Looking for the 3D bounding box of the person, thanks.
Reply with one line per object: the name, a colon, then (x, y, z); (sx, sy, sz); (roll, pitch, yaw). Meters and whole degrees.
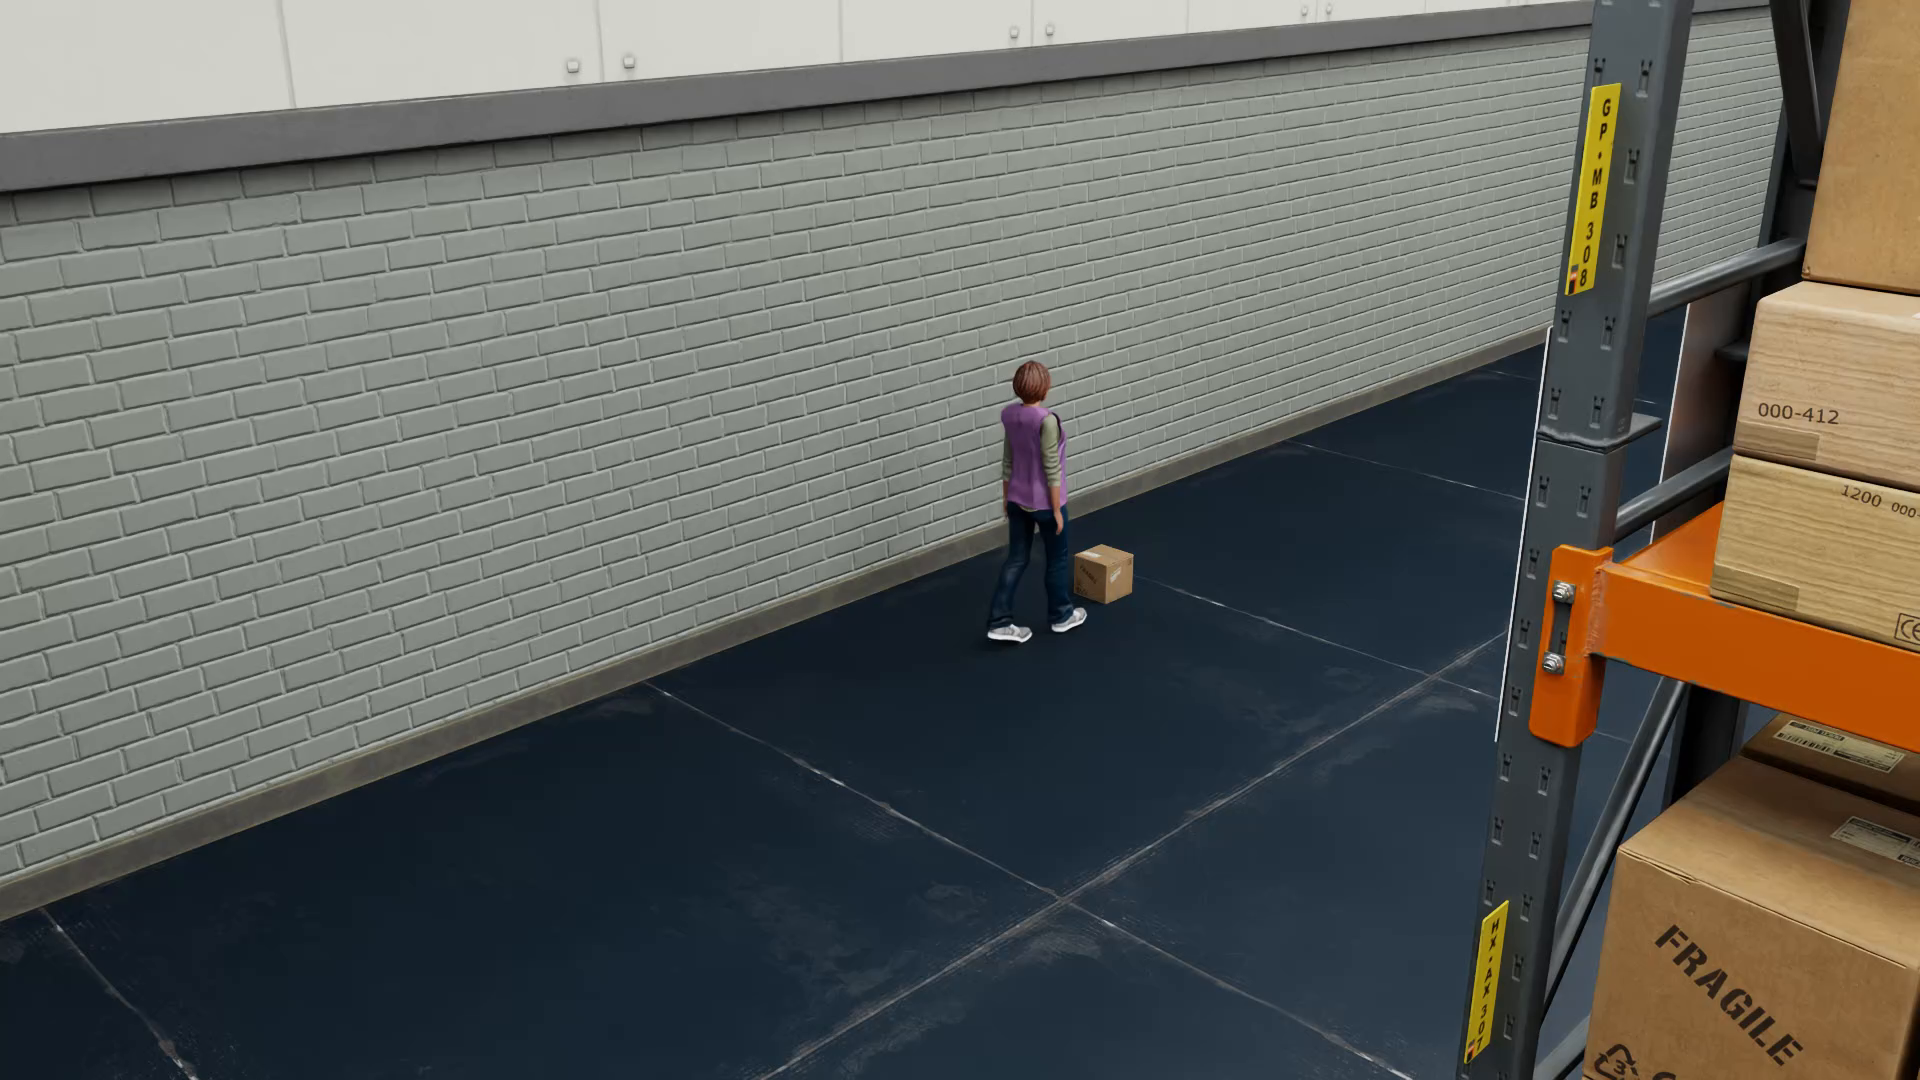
person: (0.436, -0.213, 9.141); (0.444, 1.580, 0.679); (19, 28, 41)
